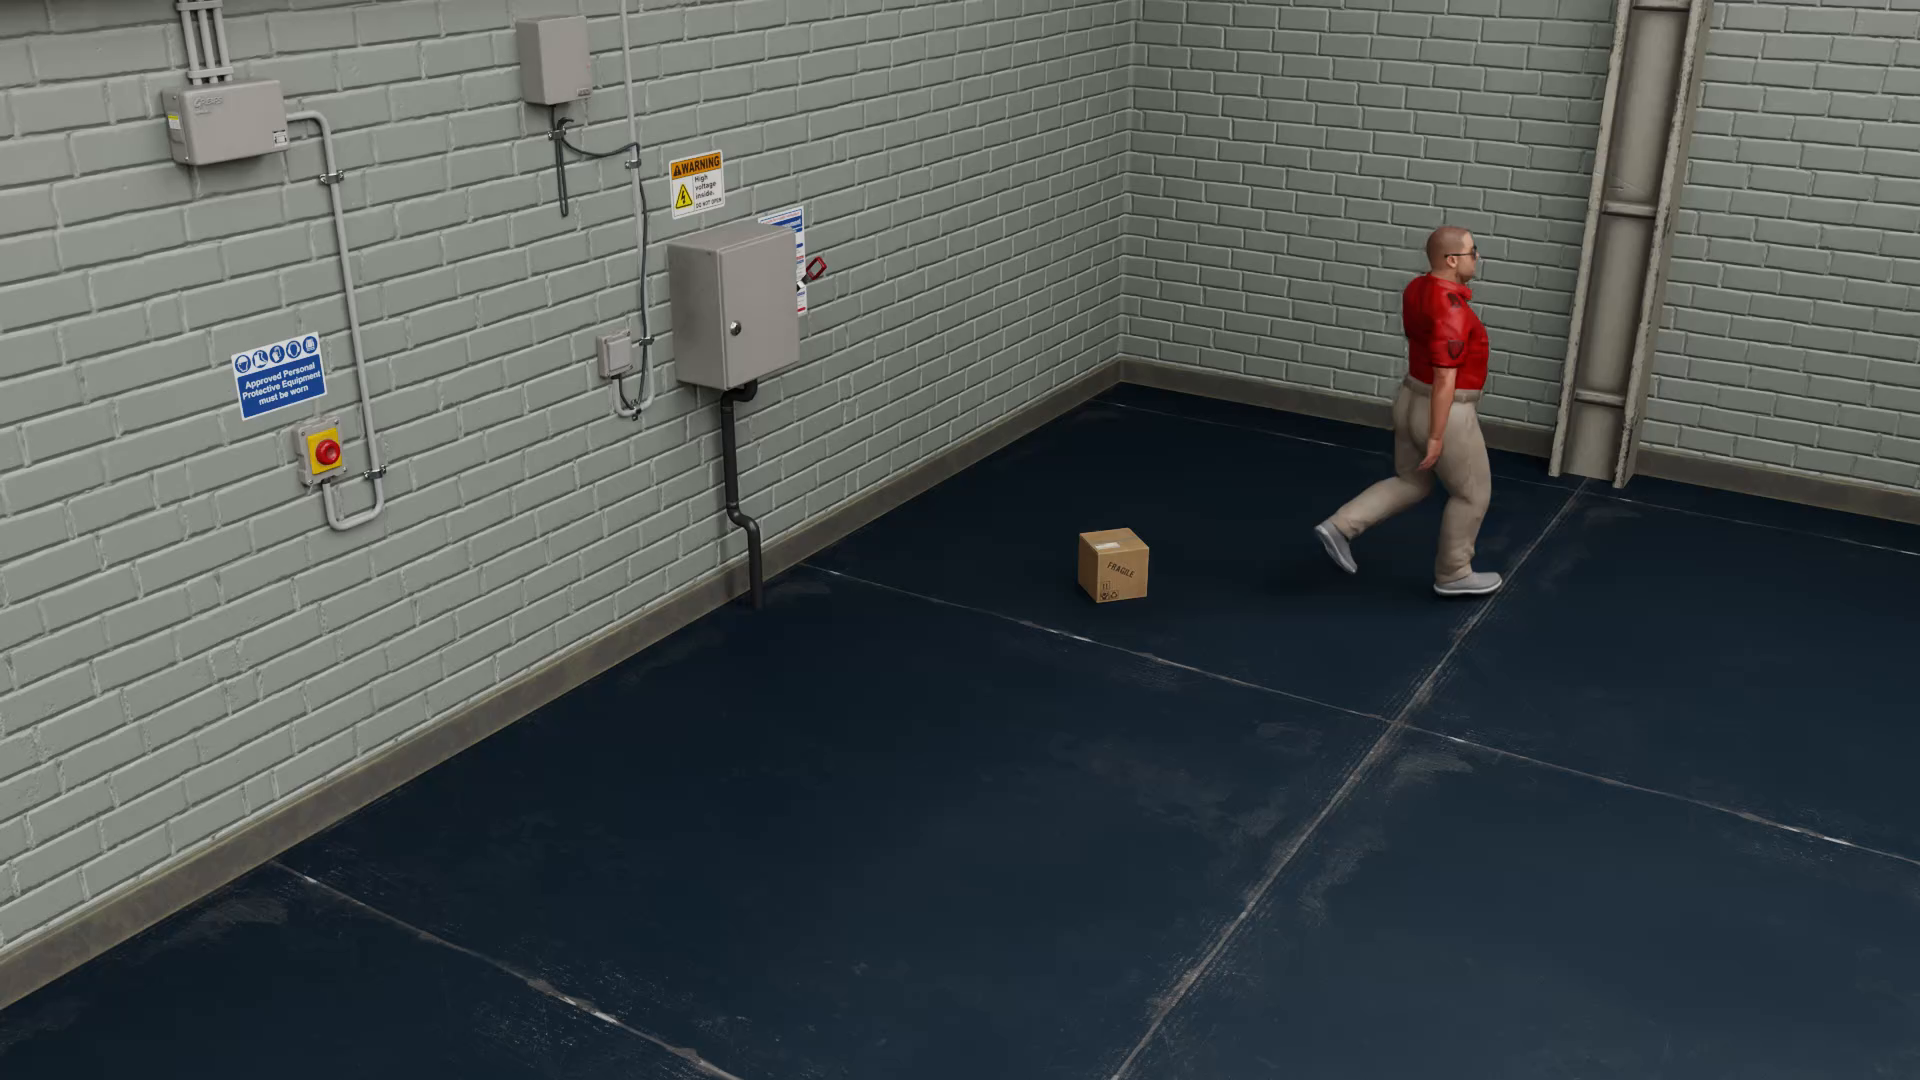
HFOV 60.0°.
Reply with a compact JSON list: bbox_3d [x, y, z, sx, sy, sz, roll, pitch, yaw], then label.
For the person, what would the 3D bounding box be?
[{"bbox_3d":[2.114,-0.561,7.396,0.779,1.695,0.534,-4,23,-10],"label":"person"}]
